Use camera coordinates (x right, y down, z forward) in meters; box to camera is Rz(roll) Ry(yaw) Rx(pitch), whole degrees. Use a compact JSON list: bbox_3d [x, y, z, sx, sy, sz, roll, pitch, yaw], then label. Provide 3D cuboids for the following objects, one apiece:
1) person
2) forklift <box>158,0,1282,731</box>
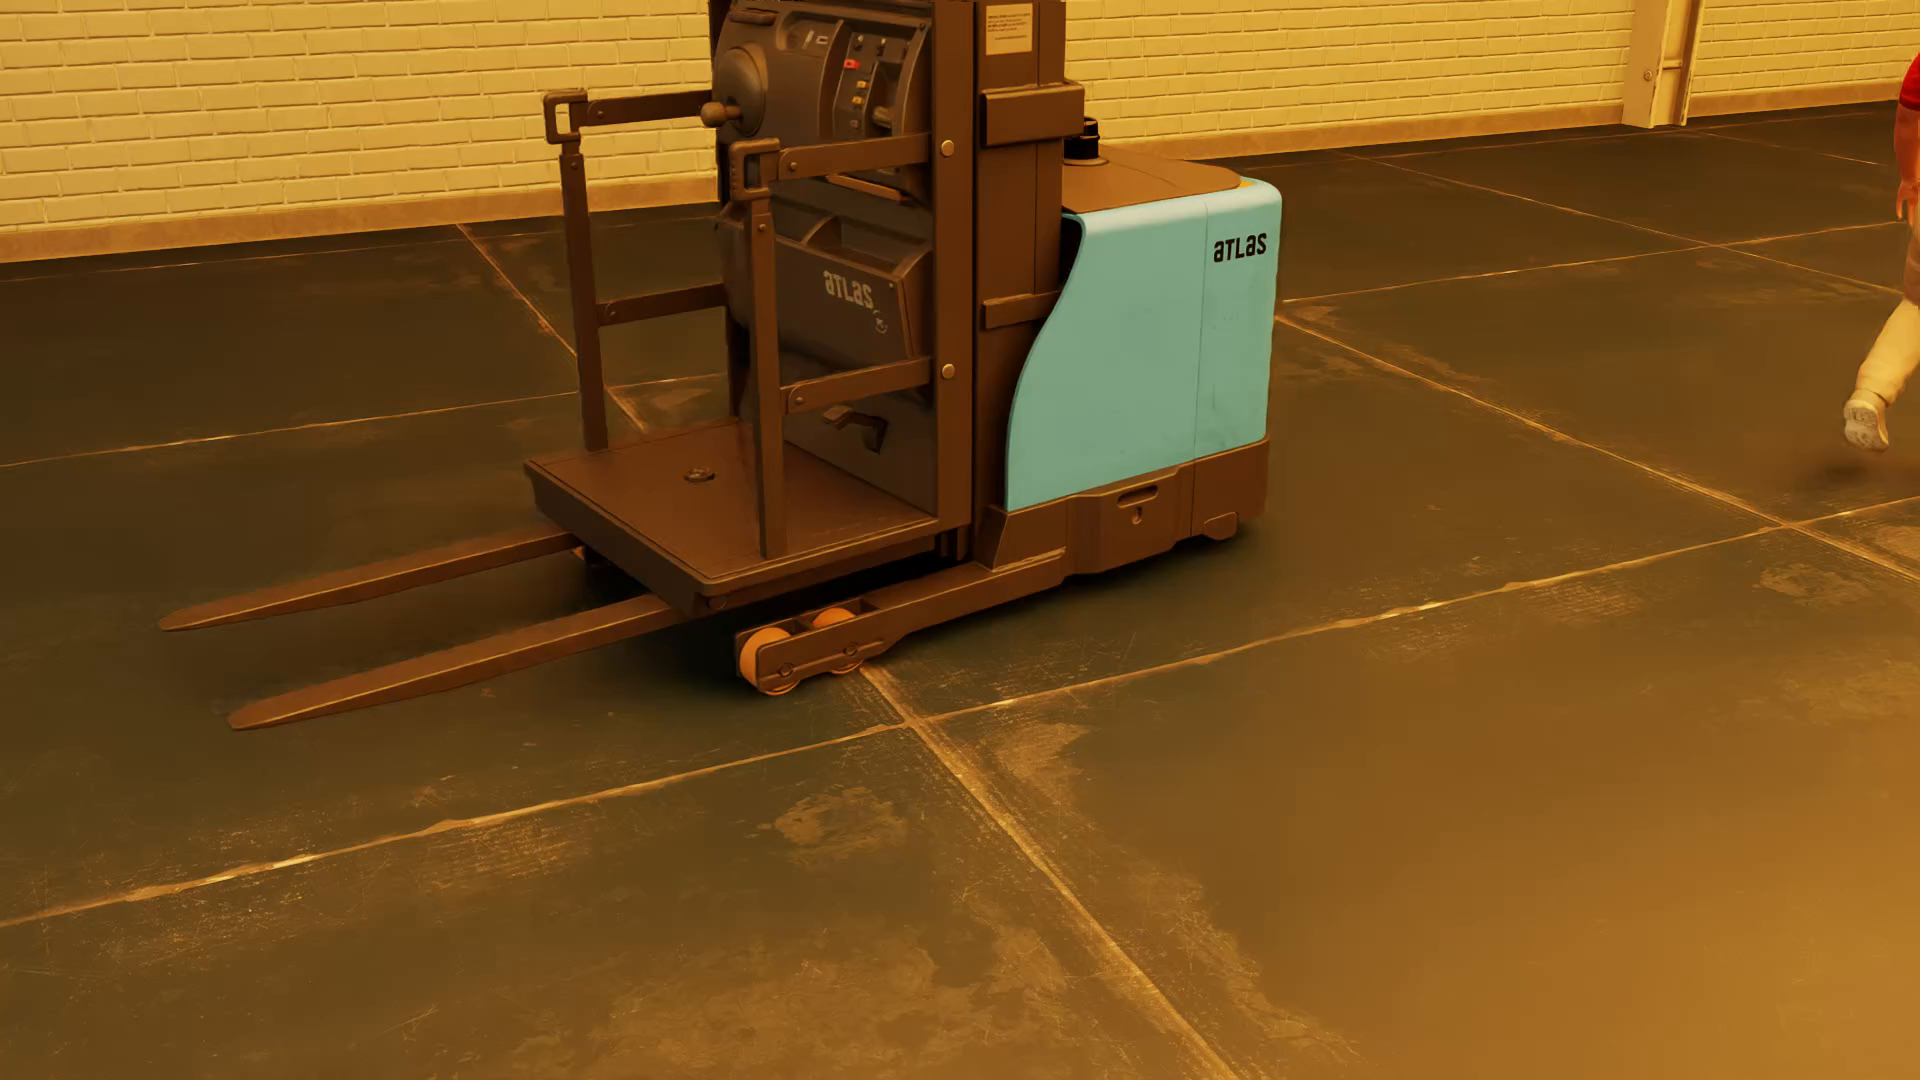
[{"bbox_3d":[3.267,-1.018,5.335,0.507,1.708,0.735,-13,26,-29],"label":"person"},{"bbox_3d":[-0.541,-1.194,4.160,3.031,2.935,1.130,-16,27,-34],"label":"forklift"}]
